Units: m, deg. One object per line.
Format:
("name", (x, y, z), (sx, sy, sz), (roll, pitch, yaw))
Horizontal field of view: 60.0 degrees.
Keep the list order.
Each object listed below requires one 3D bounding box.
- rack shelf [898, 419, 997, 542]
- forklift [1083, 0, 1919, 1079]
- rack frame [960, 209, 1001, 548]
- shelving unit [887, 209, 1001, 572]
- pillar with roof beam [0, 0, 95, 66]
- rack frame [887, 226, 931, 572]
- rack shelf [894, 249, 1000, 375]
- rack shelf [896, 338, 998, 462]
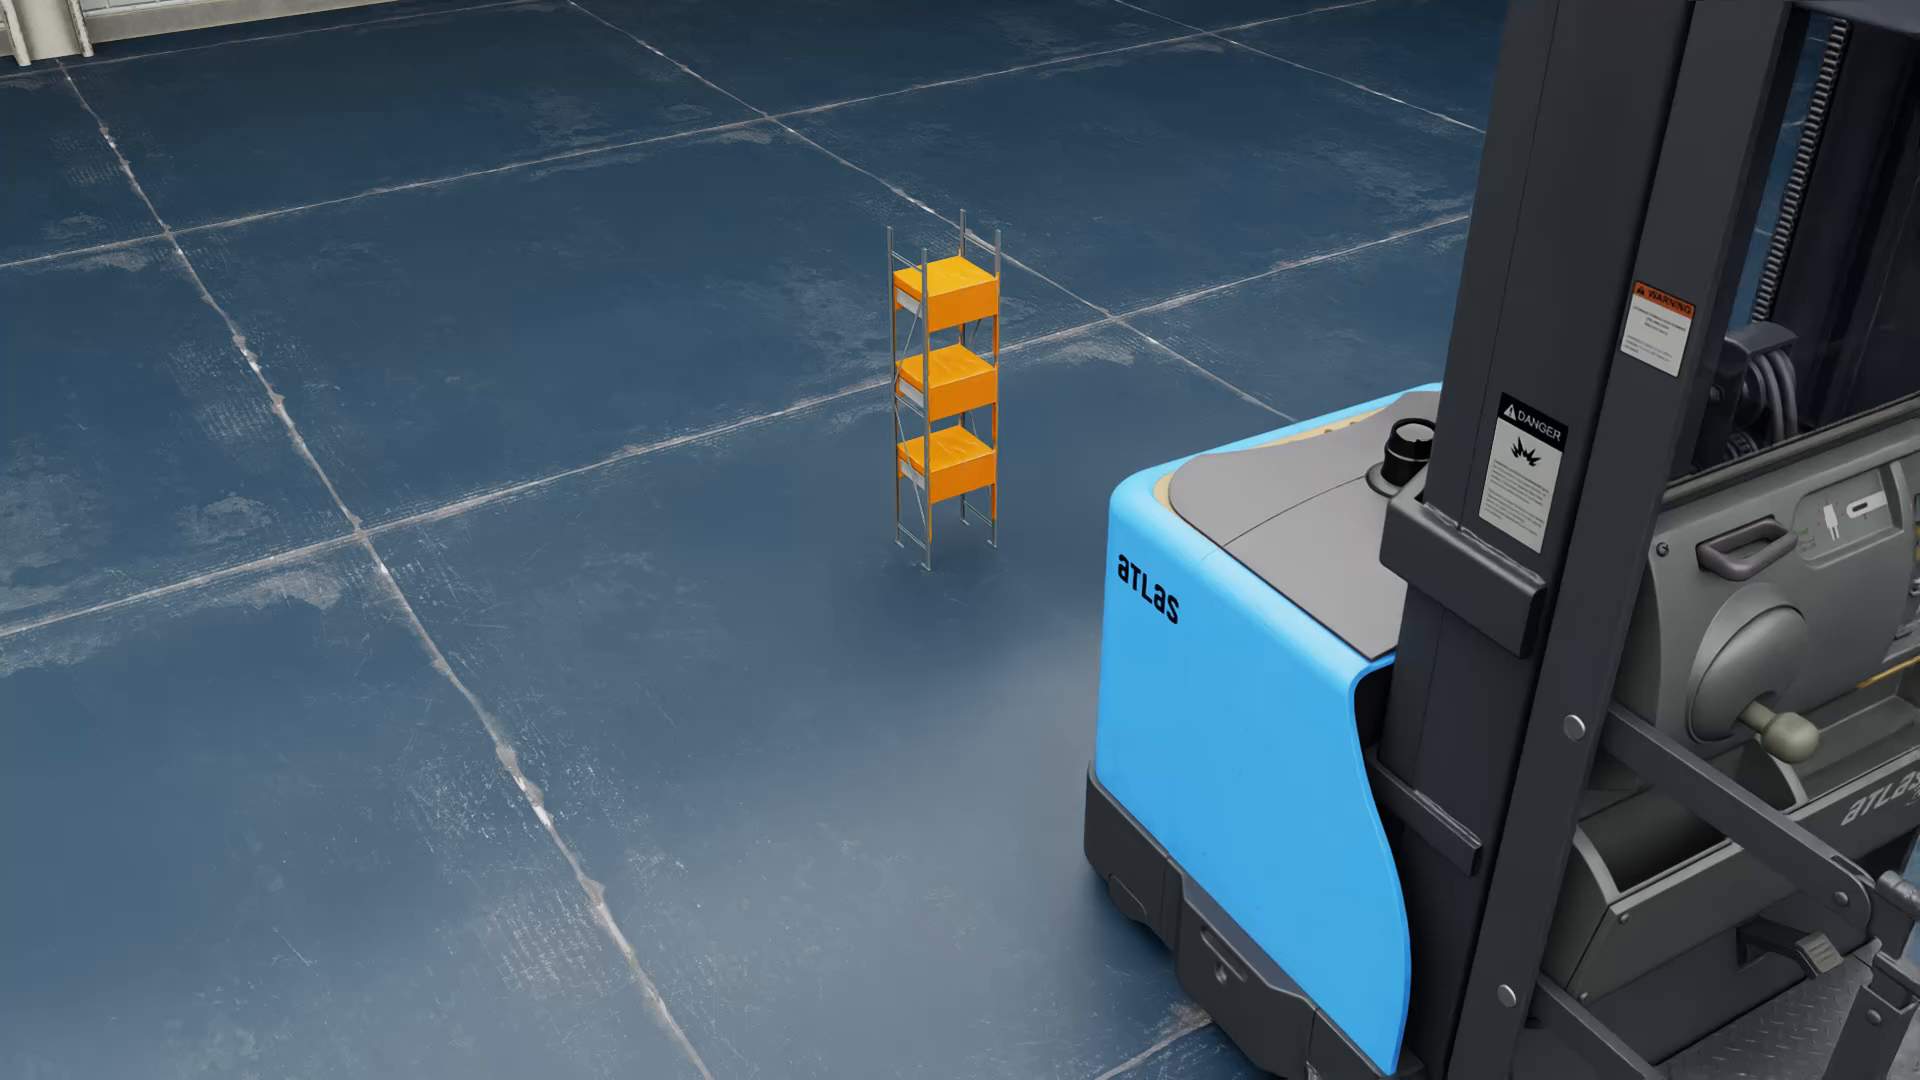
("rack shelf", (-0.045, -0.185, 5.099), (0.240, 0.259, 0.215), (-19, 37, -27))
("forklift", (1.465, 0.094, 2.354), (1.130, 2.935, 3.031), (-17, 36, -25))
("rack frame", (0.058, -0.464, 5.001), (0.008, 1.050, 0.200), (-19, 37, -27))
("shelving unit", (-0.045, -0.429, 4.945), (0.252, 1.050, 0.215), (-19, 37, -27))
("pillar with roof beam", (-2.996, -4.730, 4.315), (0.400, 9.000, 9.100), (-19, 37, -27))
("rack frame", (-0.148, -0.393, 4.889), (0.008, 1.050, 0.200), (-19, 37, -27))
("rack shelf", (-0.045, -0.660, 4.800), (0.240, 0.259, 0.215), (-19, 37, -27))
("rack shelf", (-0.045, -0.420, 4.951), (0.240, 0.259, 0.215), (-19, 37, -27))
